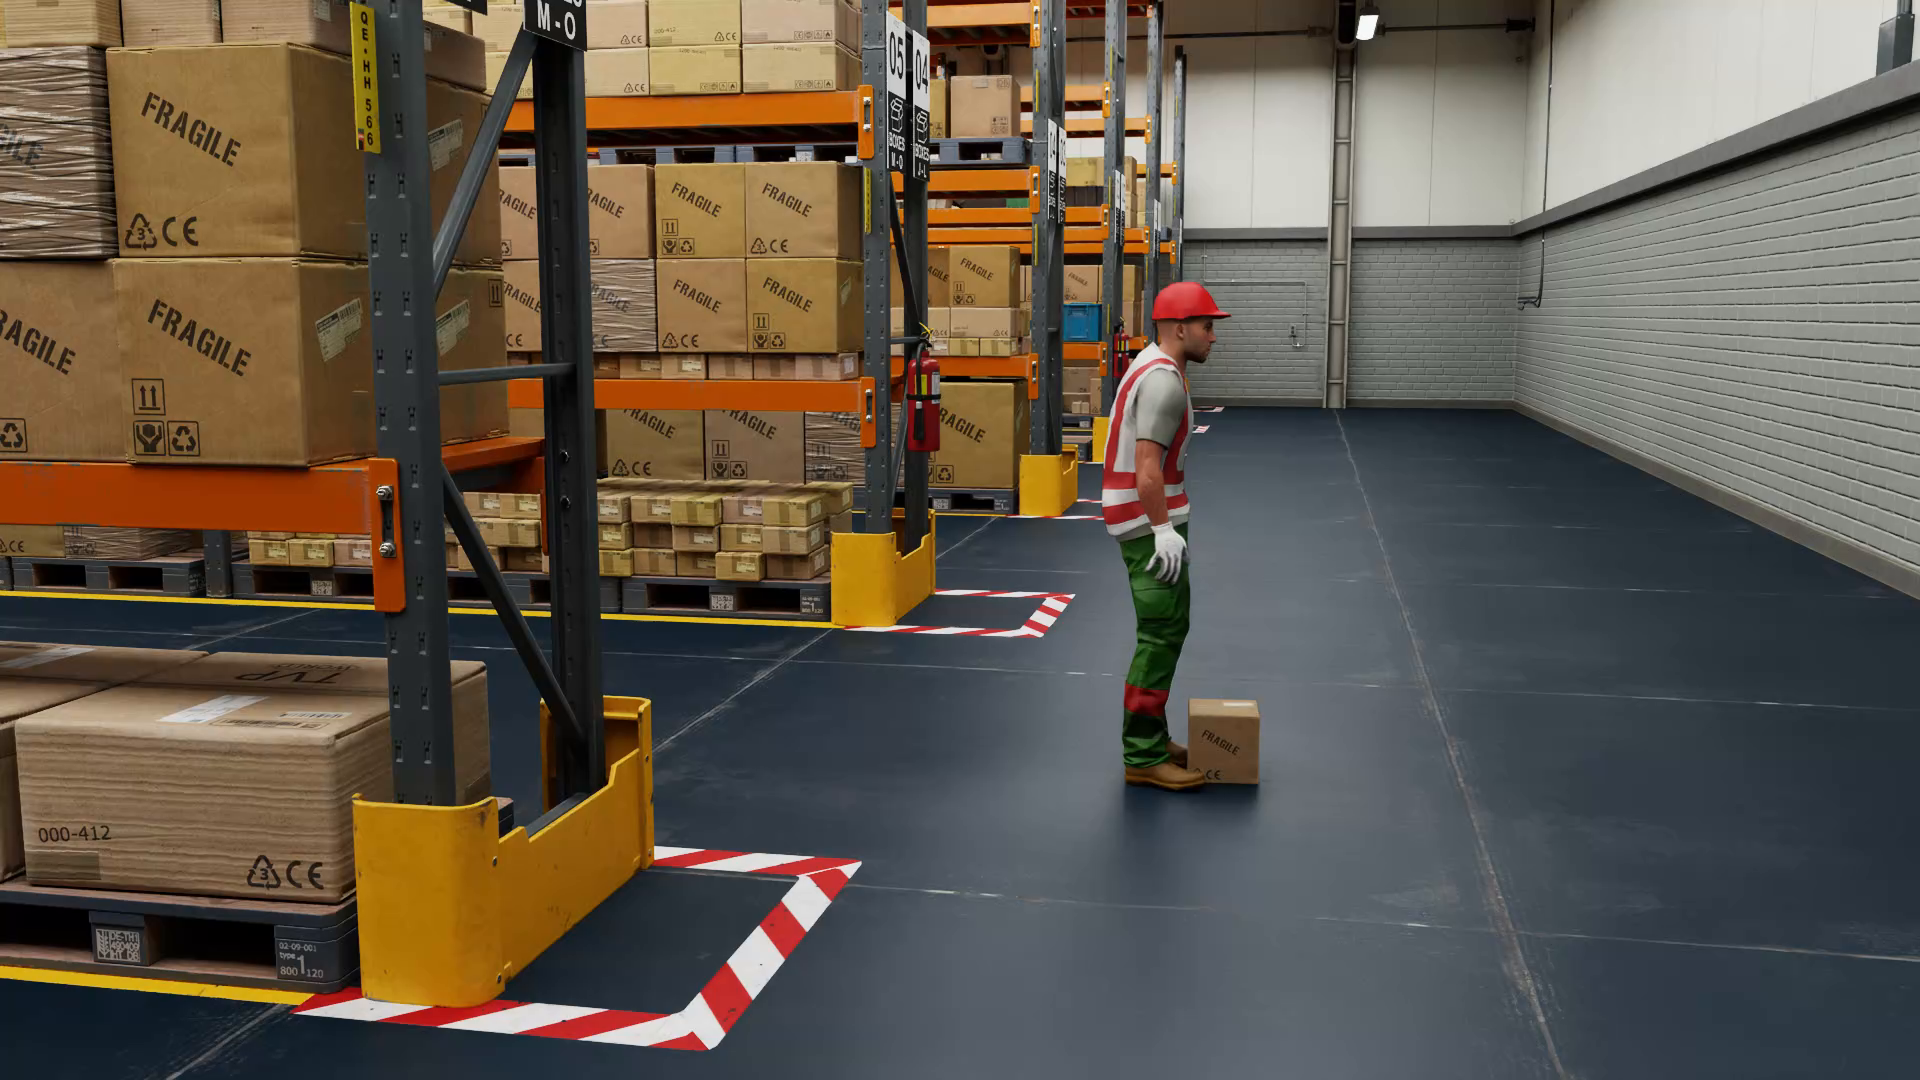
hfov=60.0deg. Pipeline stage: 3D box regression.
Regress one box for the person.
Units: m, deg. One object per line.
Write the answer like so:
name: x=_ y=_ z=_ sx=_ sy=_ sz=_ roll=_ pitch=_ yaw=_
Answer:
person: x=0.732 y=-0.029 z=5.978 sx=0.449 sy=1.776 sz=0.606 roll=1 pitch=8 yaw=9
